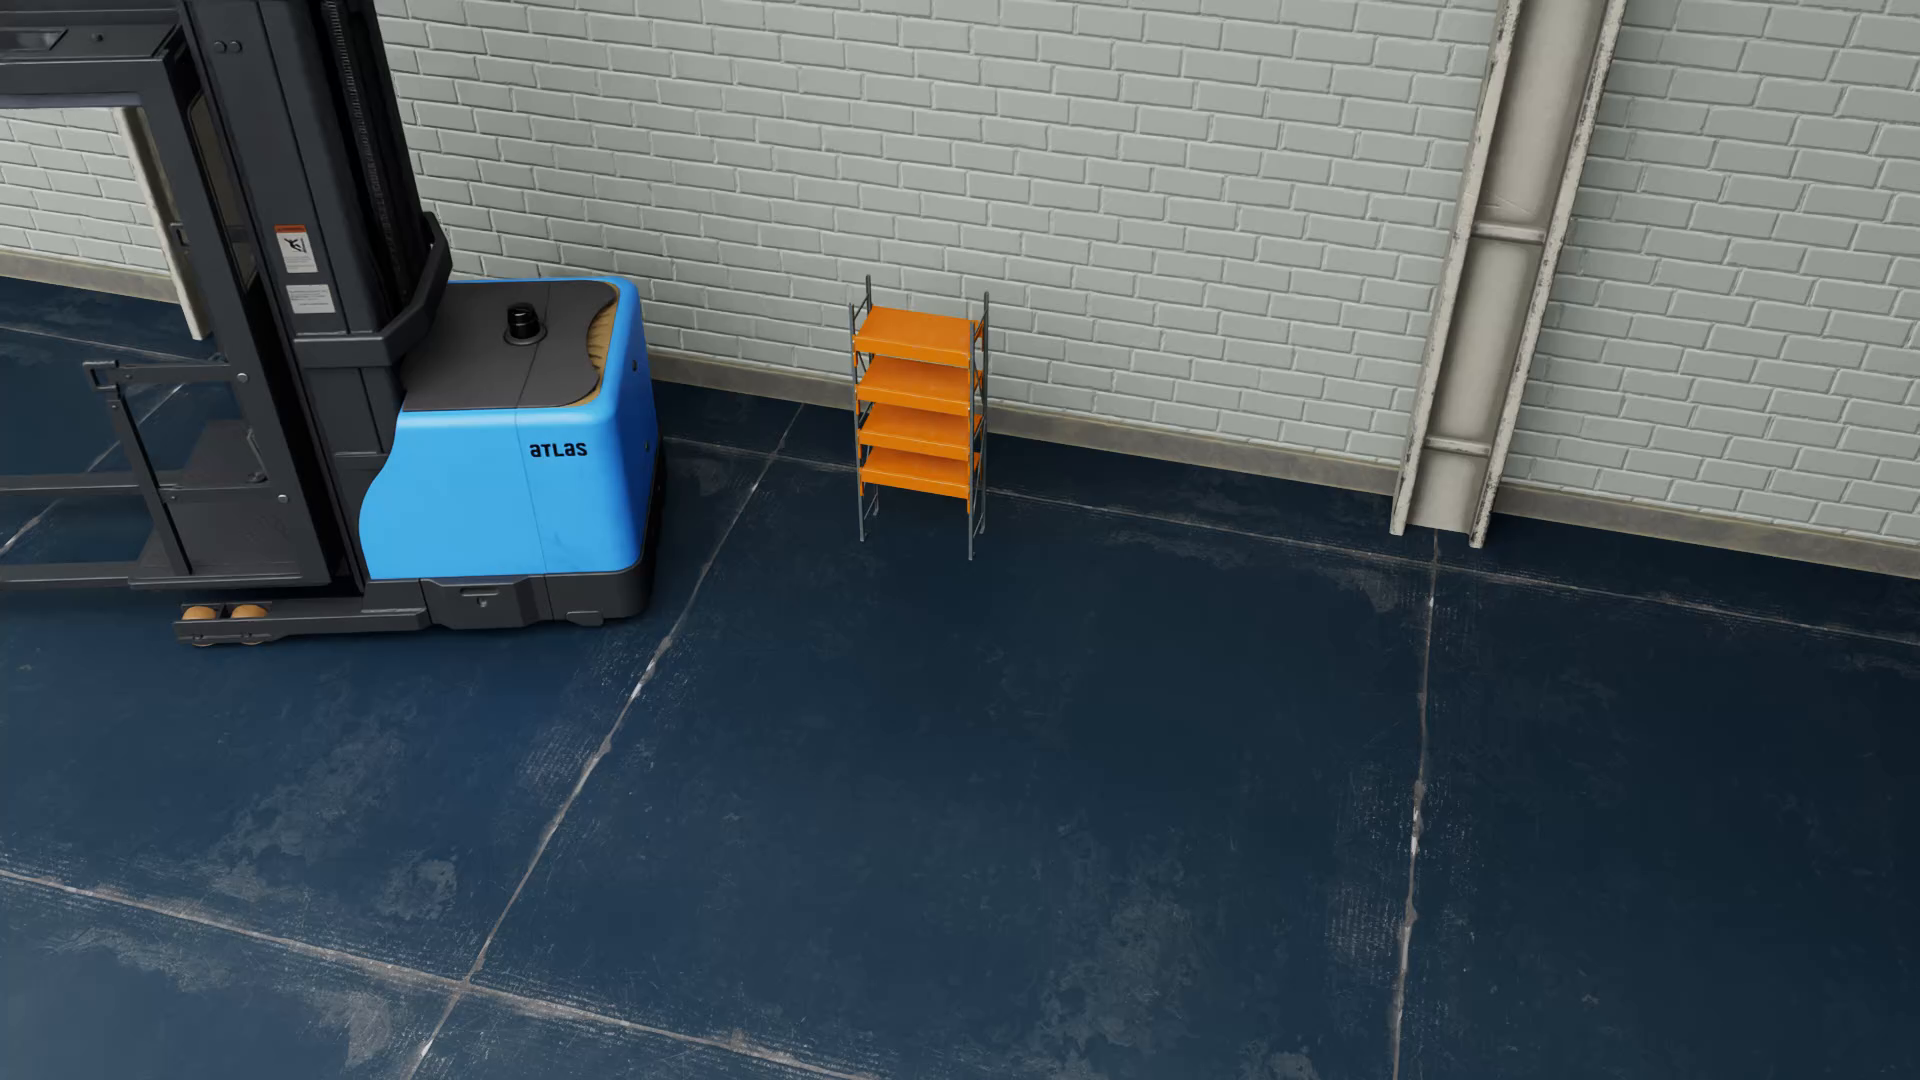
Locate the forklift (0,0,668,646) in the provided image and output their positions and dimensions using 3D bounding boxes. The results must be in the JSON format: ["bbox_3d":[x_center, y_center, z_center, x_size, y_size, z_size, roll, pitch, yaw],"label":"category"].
[{"bbox_3d":[-2.809,-1.042,6.212,3.031,2.935,1.130,-2,40,-2],"label":"forklift"}]

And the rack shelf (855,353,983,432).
[{"bbox_3d":[-0.160,-0.607,6.796,0.480,0.148,0.258,10,41,11],"label":"rack shelf"}]

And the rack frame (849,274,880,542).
[{"bbox_3d":[-0.396,-0.528,6.945,0.015,1.200,0.240,10,41,11],"label":"rack frame"}]

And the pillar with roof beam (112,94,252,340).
[{"bbox_3d":[-4.795,-1.860,2.467,0.400,9.000,9.100,10,41,11],"label":"pillar with roof beam"}]

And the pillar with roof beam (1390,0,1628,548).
[{"bbox_3d":[1.001,-0.862,1.280,0.400,9.000,9.100,10,41,11],"label":"pillar with roof beam"}]

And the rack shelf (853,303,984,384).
[{"bbox_3d":[-0.160,-0.788,6.644,0.480,0.148,0.258,10,41,11],"label":"rack shelf"}]

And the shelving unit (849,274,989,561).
[{"bbox_3d":[-0.160,-0.487,6.897,0.503,1.200,0.258,10,41,11],"label":"shelving unit"}]

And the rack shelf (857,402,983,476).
[{"bbox_3d":[-0.160,-0.435,6.940,0.480,0.148,0.258,10,41,11],"label":"rack shelf"}]

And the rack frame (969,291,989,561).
[{"bbox_3d":[0.076,-0.446,6.849,0.015,1.200,0.240,10,41,11],"label":"rack frame"}]

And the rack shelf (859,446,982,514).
[{"bbox_3d":[-0.160,-0.283,7.068,0.480,0.148,0.258,10,41,11],"label":"rack shelf"}]
